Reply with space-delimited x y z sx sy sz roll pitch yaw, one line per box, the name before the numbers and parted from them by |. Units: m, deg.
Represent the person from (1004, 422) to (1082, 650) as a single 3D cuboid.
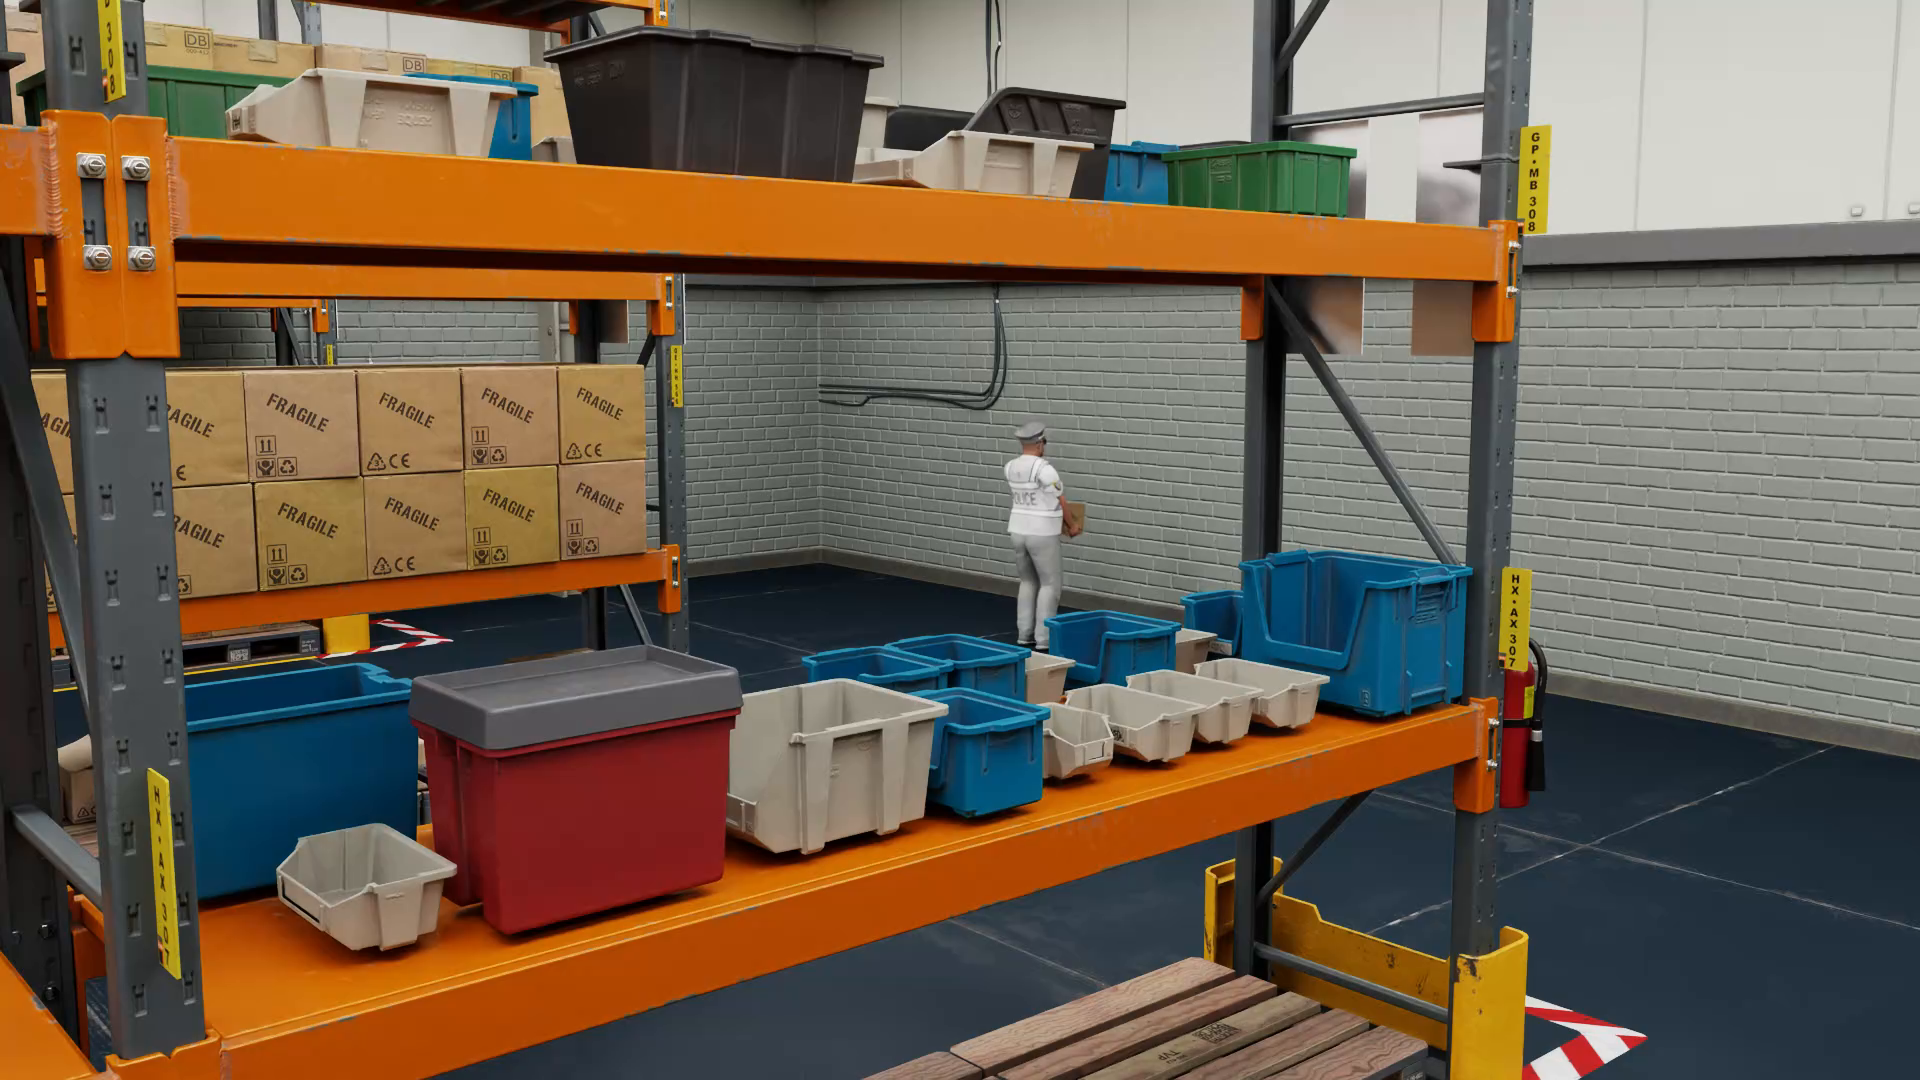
person | 0.652 -0.042 13.041 0.566 1.766 0.490 -6 10 -40
